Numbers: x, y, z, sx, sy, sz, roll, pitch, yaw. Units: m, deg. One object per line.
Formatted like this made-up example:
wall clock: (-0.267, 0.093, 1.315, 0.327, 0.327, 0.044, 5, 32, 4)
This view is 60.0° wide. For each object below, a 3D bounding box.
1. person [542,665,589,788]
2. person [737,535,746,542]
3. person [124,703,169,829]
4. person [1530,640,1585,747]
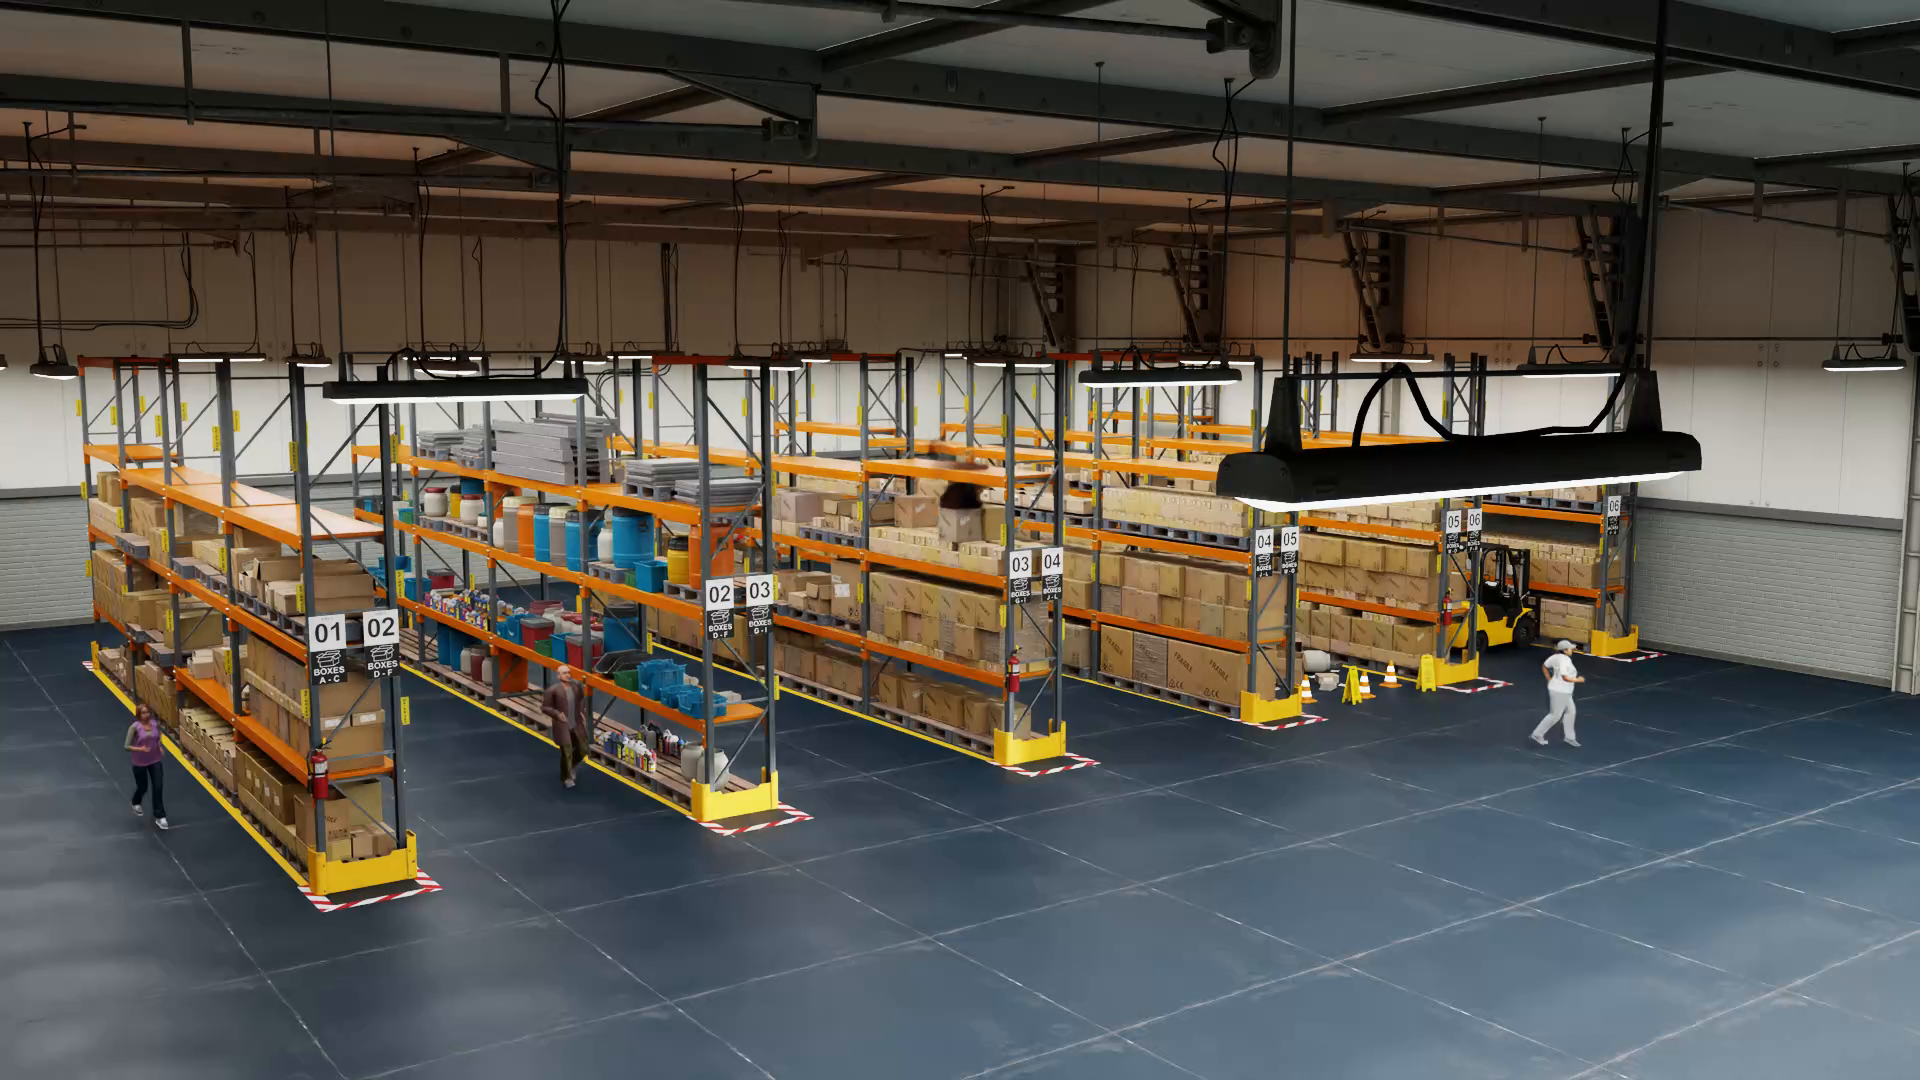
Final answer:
person: (-5.517, 2.628, 23.446, 0.703, 1.729, 0.651, -6, 9, -39)
person: (-5.201, 0.722, 39.205, 0.717, 1.717, 0.494, -2, 7, -13)
person: (-10.565, 2.913, 21.595, 0.878, 1.584, 0.537, 6, 9, 43)
person: (9.279, 2.399, 25.749, 0.784, 1.714, 0.591, 1, 7, 11)
